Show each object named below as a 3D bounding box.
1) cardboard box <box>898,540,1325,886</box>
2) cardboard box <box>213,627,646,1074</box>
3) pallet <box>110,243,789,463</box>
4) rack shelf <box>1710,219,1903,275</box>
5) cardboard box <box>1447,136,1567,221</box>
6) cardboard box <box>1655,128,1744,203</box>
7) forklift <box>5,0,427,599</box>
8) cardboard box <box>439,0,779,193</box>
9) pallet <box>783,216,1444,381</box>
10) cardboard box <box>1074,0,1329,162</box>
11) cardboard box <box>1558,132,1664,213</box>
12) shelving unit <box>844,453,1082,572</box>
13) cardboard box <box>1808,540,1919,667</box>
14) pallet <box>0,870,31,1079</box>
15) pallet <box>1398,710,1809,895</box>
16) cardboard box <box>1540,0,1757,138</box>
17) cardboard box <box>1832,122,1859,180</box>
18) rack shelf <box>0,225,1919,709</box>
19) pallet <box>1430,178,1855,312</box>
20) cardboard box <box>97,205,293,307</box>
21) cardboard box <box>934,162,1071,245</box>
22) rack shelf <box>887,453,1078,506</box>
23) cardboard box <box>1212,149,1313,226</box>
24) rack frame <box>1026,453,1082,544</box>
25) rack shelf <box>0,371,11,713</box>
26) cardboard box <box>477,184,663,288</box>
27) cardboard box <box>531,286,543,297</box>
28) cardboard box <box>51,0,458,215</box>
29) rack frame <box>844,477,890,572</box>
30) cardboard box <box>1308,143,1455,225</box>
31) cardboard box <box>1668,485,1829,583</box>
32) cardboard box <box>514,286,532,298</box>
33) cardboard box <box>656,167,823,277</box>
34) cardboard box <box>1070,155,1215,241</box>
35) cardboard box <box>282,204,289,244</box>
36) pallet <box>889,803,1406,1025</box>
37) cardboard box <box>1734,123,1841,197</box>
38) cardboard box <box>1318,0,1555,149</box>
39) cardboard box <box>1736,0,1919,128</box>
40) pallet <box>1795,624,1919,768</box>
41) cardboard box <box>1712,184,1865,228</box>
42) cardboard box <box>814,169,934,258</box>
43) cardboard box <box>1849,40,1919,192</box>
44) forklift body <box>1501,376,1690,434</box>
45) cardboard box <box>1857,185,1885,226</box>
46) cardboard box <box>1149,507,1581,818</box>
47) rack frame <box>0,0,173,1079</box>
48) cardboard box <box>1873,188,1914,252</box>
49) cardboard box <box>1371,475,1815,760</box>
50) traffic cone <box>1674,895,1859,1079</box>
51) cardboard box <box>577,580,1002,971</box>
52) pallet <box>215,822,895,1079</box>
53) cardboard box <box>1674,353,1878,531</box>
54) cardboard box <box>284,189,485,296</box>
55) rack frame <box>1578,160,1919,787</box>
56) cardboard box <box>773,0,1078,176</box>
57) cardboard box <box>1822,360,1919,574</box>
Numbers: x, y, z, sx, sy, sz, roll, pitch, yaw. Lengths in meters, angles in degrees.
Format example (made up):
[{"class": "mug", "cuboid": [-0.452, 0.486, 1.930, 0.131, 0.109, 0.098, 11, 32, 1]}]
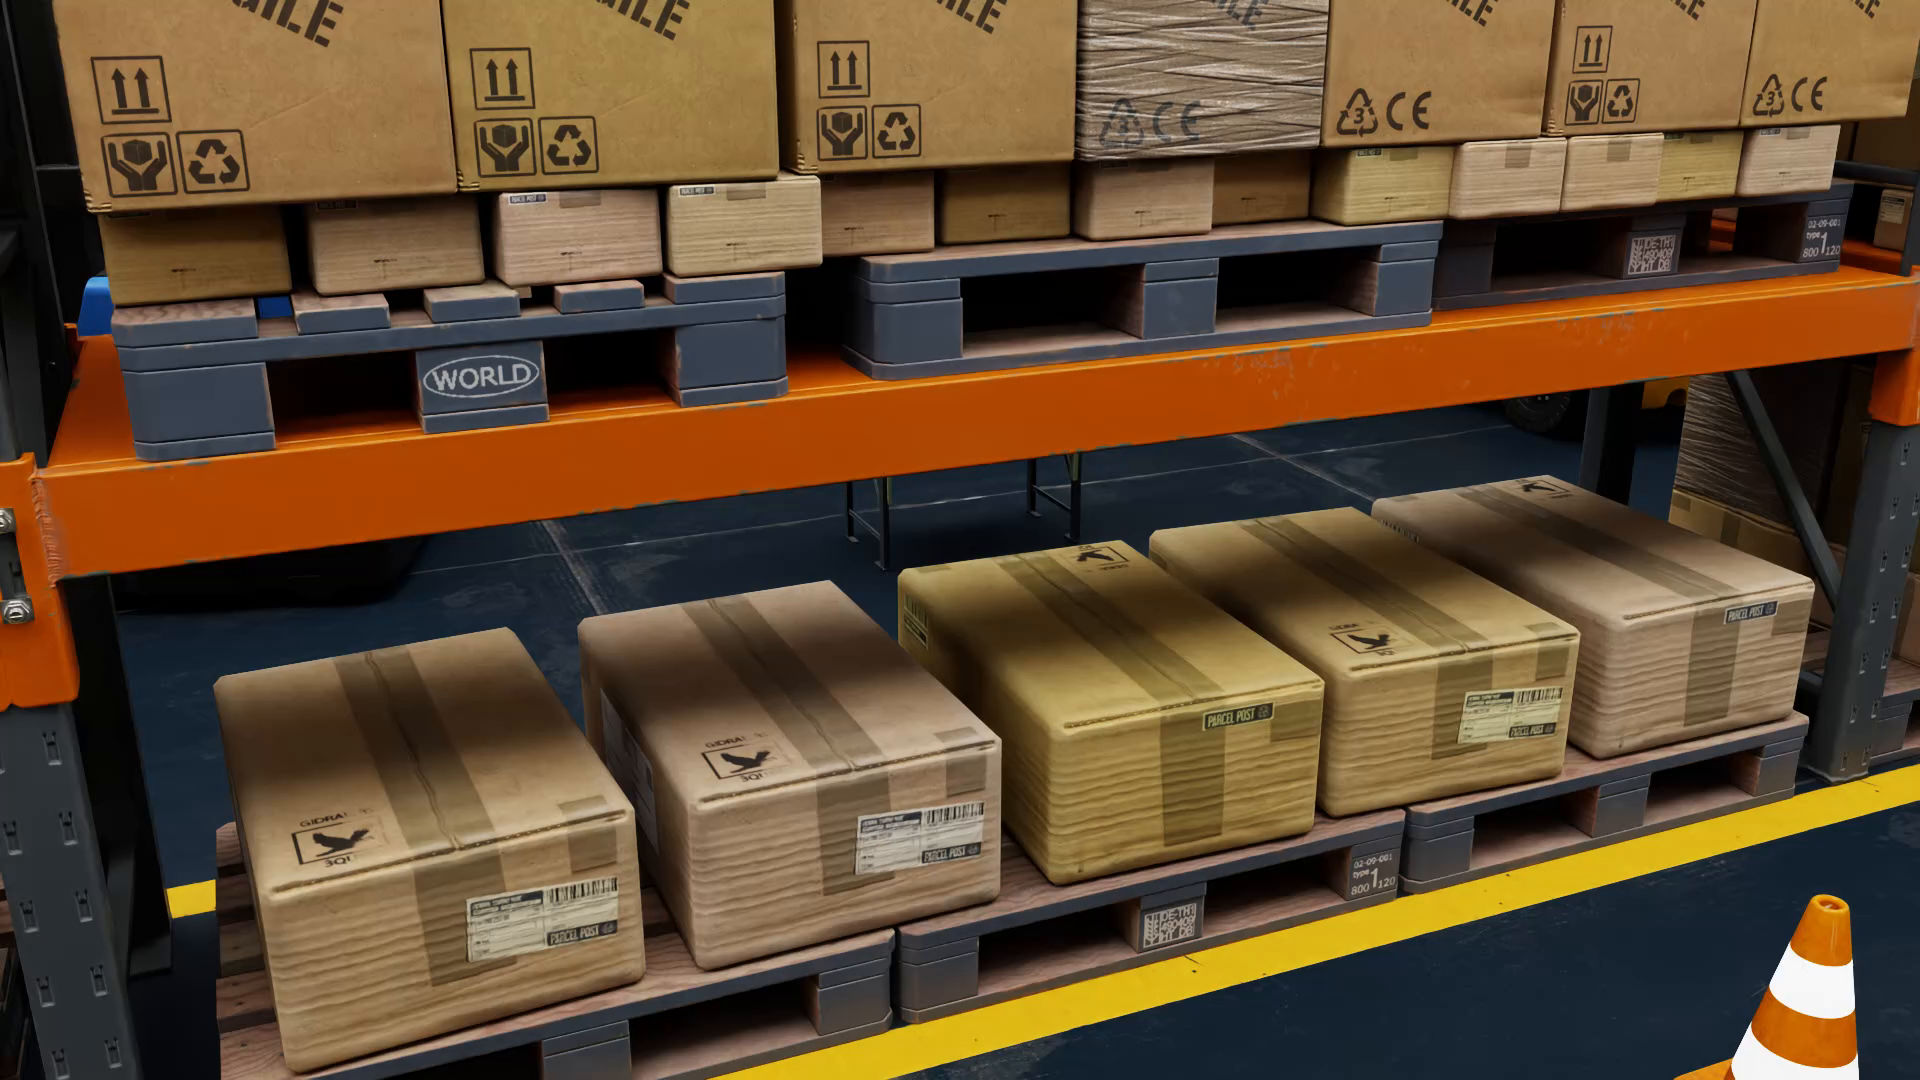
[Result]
[{"class": "cardboard box", "cuboid": [0.305, 0.352, 3.829, 0.625, 0.372, 0.950, -7, 21, -20]}, {"class": "cardboard box", "cuboid": [-1.068, 0.550, 3.268, 0.625, 0.372, 0.950, -10, 22, -26]}, {"class": "pallet", "cuboid": [-0.978, -0.456, 3.089, 1.003, 0.211, 1.213, -8, 21, -22]}, {"class": "rack shelf", "cuboid": [3.919, -0.870, 5.060, 4.000, 0.370, 1.077, -8, 21, -22]}, {"class": "cardboard box", "cuboid": [1.015, -0.765, 3.425, 0.250, 0.149, 0.380, -8, 21, -21]}, {"class": "cardboard box", "cuboid": [1.470, -0.845, 3.651, 0.250, 0.149, 0.380, -9, 21, -24]}, {"class": "forklift", "cuboid": [-3.390, -1.308, 5.325, 3.031, 2.935, 1.130, -1, 19, -4]}, {"class": "cardboard box", "cuboid": [-0.610, -0.865, 2.732, 0.500, 0.500, 0.500, -7, 21, -19]}, {"class": "pallet", "cuboid": [0.211, -0.603, 3.506, 1.213, 0.211, 1.003, -8, 21, -22]}, {"class": "cardboard box", "cuboid": [0.337, -1.000, 3.116, 0.500, 0.500, 0.500, -9, 21, -24]}, {"class": "cardboard box", "cuboid": [1.248, -0.800, 3.524, 0.250, 0.149, 0.380, -9, 21, -23]}, {"class": "shelving unit", "cuboid": [0.006, -0.708, 5.775, 0.755, 1.500, 0.431, -8, 21, -22]}, {"class": "cardboard box", "cuboid": [2.731, 0.157, 4.567, 0.500, 0.250, 0.500, -9, 21, -24]}, {"class": "pallet", "cuboid": [-2.344, 0.976, 2.933, 1.213, 0.211, 1.003, -8, 21, -22]}, {"class": "pallet", "cuboid": [1.368, 0.472, 4.365, 1.213, 0.211, 1.003, -8, 21, -22]}, {"class": "cardboard box", "cuboid": [1.294, -1.136, 3.500, 0.500, 0.500, 0.500, -8, 21, -22]}, {"class": "cardboard box", "cuboid": [2.392, -1.268, 4.509, 0.500, 0.500, 0.500, -9, 21, -23]}, {"class": "rack shelf", "cuboid": [0.246, -0.344, 3.566, 4.000, 0.370, 1.077, -8, 21, -22]}, {"class": "pallet", "cuboid": [1.323, -0.800, 4.066, 1.213, 0.211, 1.003, -8, 21, -22]}, {"class": "cardboard box", "cuboid": [-1.218, -0.486, 2.631, 0.250, 0.149, 0.380, -9, 22, -25]}, {"class": "cardboard box", "cuboid": [0.019, -0.669, 3.152, 0.250, 0.149, 0.380, -7, 21, -20]}, {"class": "rack shelf", "cuboid": [0.006, -0.401, 5.884, 0.720, 0.370, 0.431, -8, 21, -22]}, {"class": "cardboard box", "cuboid": [0.494, -0.741, 3.356, 0.250, 0.149, 0.380, -9, 21, -24]}, {"class": "rack frame", "cuboid": [0.342, -0.756, 5.912, 0.023, 1.500, 0.400, -8, 21, -22]}, {"class": "rack shelf", "cuboid": [-3.427, 0.182, 2.071, 4.000, 0.370, 1.077, -8, 21, -22]}, {"class": "cardboard box", "cuboid": [-0.676, -0.535, 2.770, 0.250, 0.149, 0.380, -10, 22, -25]}, {"class": "cardboard box", "cuboid": [-1.767, -1.266, 8.045, 0.625, 0.625, 0.875, -9, 21, -24]}, {"class": "cardboard box", "cuboid": [-1.085, -0.794, 2.531, 0.500, 0.500, 0.500, -9, 21, -23]}, {"class": "rack frame", "cuboid": [-0.330, -0.660, 5.639, 0.023, 1.500, 0.400, -8, 21, -22]}, {"class": "cardboard box", "cuboid": [0.777, -0.744, 3.366, 0.250, 0.149, 0.380, -8, 21, -22]}, {"class": "cardboard box", "cuboid": [2.519, -0.007, 5.034, 0.500, 0.250, 0.500, -7, 21, -19]}, {"class": "cardboard box", "cuboid": [-2.385, -1.178, 7.793, 0.625, 0.625, 0.875, -7, 21, -20]}, {"class": "cardboard box", "cuboid": [-0.415, -0.565, 2.855, 0.250, 0.149, 0.380, -8, 21, -22]}, {"class": "cardboard box", "cuboid": [0.285, -0.684, 3.193, 0.250, 0.149, 0.380, -7, 21, -20]}, {"class": "cardboard box", "cuboid": [-1.165, -0.672, 3.160, 0.250, 0.149, 0.380, -8, 21, -21]}, {"class": "pallet", "cuboid": [0.246, 0.633, 3.905, 1.213, 0.211, 1.003, -8, 21, -22]}, {"class": "cardboard box", "cuboid": [1.719, -0.874, 3.734, 0.250, 0.149, 0.380, -8, 21, -21]}, {"class": "cardboard box", "cuboid": [0.818, -1.070, 3.313, 0.500, 0.500, 0.500, -7, 21, -20]}, {"class": "cardboard box", "cuboid": [1.749, -1.201, 3.686, 0.500, 0.500, 0.500, -9, 21, -23]}, {"class": "pallet", "cuboid": [2.685, 0.270, 4.938, 1.213, 0.211, 1.003, -8, 21, -22]}, {"class": "cardboard box", "cuboid": [2.257, -0.963, 4.619, 0.250, 0.149, 0.380, -8, 21, -22]}, {"class": "cardboard box", "cuboid": [-0.225, -0.620, 3.013, 0.250, 0.149, 0.380, -7, 21, -19]}, {"class": "cardboard box", "cuboid": [2.597, -1.107, 4.051, 0.500, 0.500, 0.500, -8, 21, -22]}, {"class": "forklift body", "cuboid": [2.767, -1.780, 7.838, 1.214, 2.155, 2.313, -8, 21, -22]}, {"class": "cardboard box", "cuboid": [2.483, -0.998, 4.719, 0.250, 0.149, 0.380, -8, 21, -21]}, {"class": "cardboard box", "cuboid": [0.943, 0.260, 4.091, 0.625, 0.372, 0.950, -7, 21, -19]}, {"class": "rack frame", "cuboid": [-1.590, -0.420, 2.699, 0.127, 3.000, 1.000, -8, 21, -22]}, {"class": "cardboard box", "cuboid": [2.499, -0.772, 4.075, 0.250, 0.149, 0.380, -8, 21, -22]}, {"class": "cardboard box", "cuboid": [1.602, 0.165, 4.362, 0.625, 0.372, 0.950, -8, 21, -21]}, {"class": "traffic cone", "cuboid": [1.498, 0.840, 2.939, 0.334, 0.463, 0.336, -8, 21, -22]}, {"class": "cardboard box", "cuboid": [-0.393, 0.450, 3.551, 0.625, 0.372, 0.950, -9, 21, -23]}, {"class": "pallet", "cuboid": [-0.872, 0.793, 3.453, 1.213, 0.211, 1.003, -8, 21, -22]}, {"class": "cardboard box", "cuboid": [2.519, -0.361, 4.909, 0.500, 0.500, 0.500, -8, 21, -23]}, {"class": "cardboard box", "cuboid": [-0.945, -0.513, 2.708, 0.250, 0.149, 0.380, -10, 22, -25]}, {"class": "rack frame", "cuboid": [2.082, -0.946, 4.194, 0.127, 3.000, 1.000, -8, 21, -22]}, {"class": "cardboard box", "cuboid": [-0.125, -0.937, 2.936, 0.500, 0.500, 0.500, -8, 21, -21]}, {"class": "cardboard box", "cuboid": [2.731, -0.197, 4.443, 0.500, 0.500, 0.500, -7, 21, -19]}]
